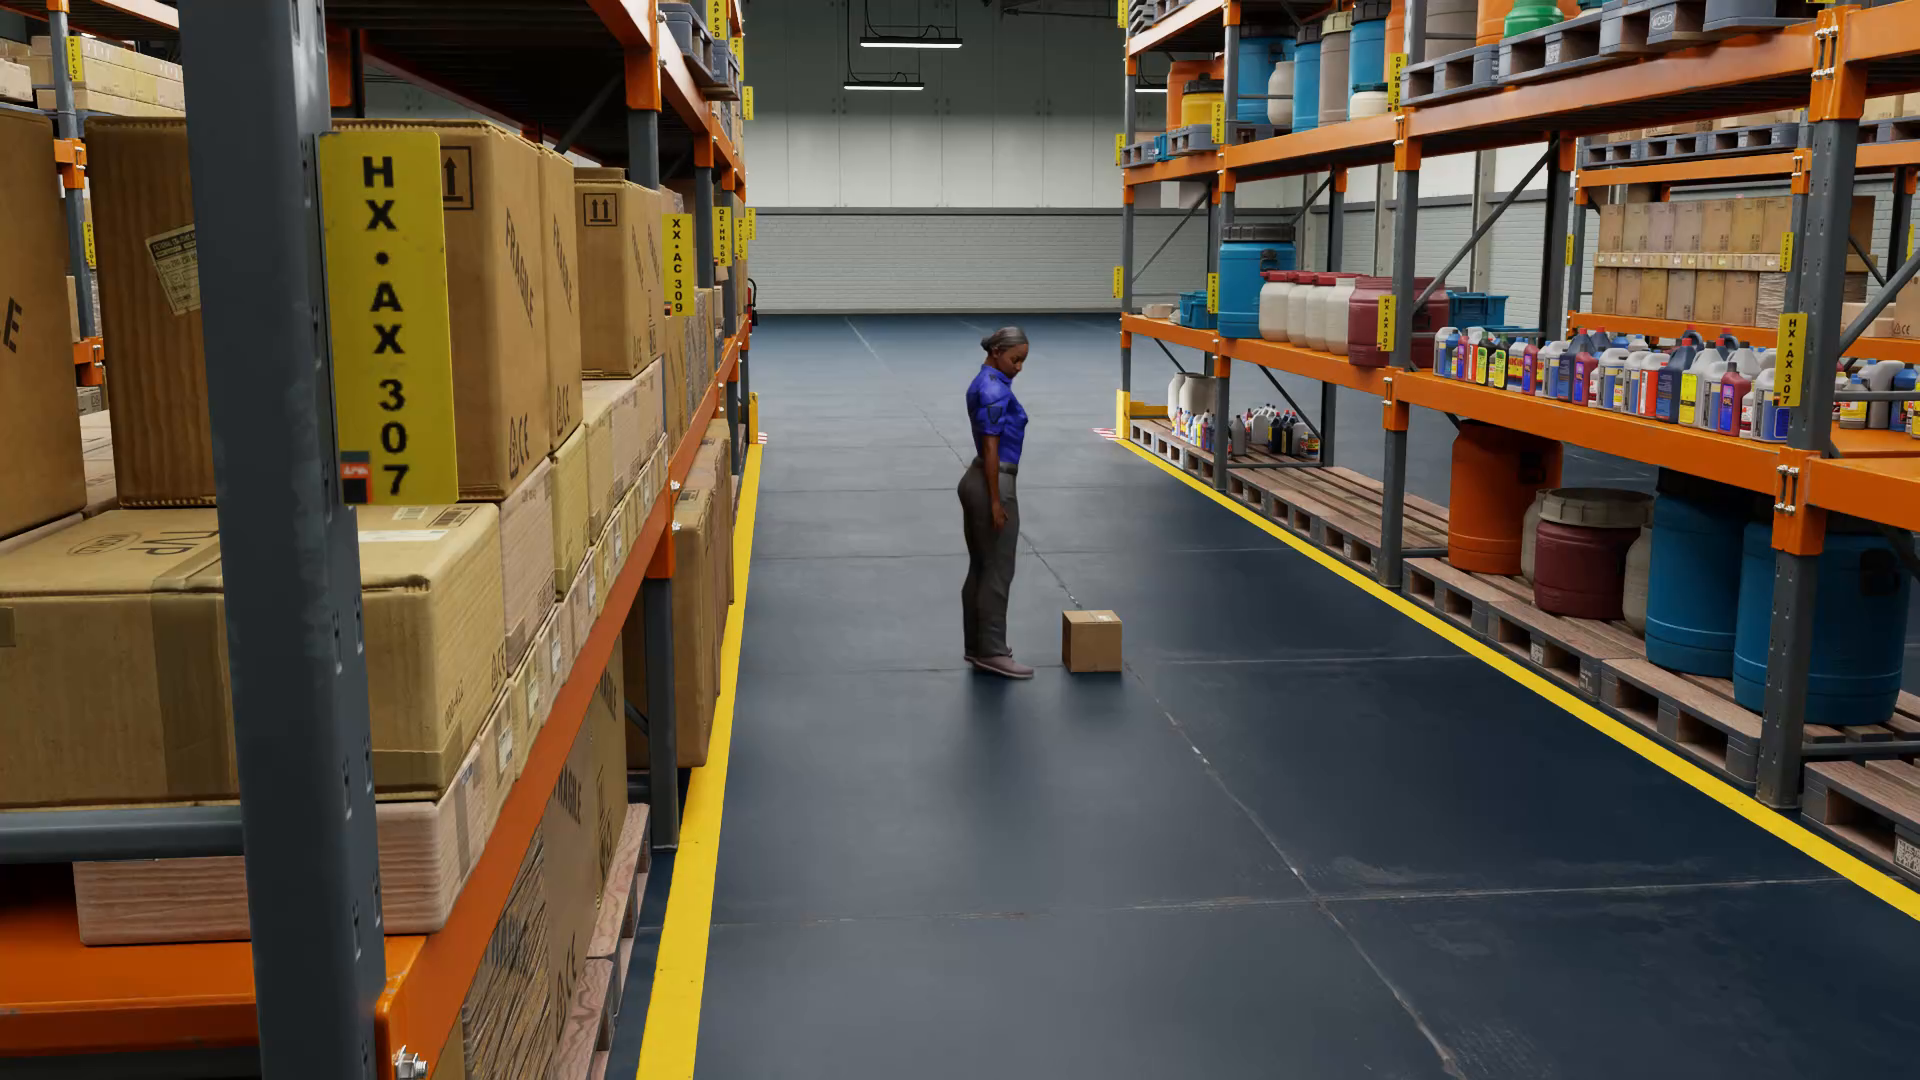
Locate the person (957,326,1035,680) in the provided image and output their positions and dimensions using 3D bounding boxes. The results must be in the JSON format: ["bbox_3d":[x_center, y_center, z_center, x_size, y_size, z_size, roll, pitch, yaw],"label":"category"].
[{"bbox_3d":[0.161,-0.193,7.996,0.333,1.664,0.543,-2,10,-13],"label":"person"}]
